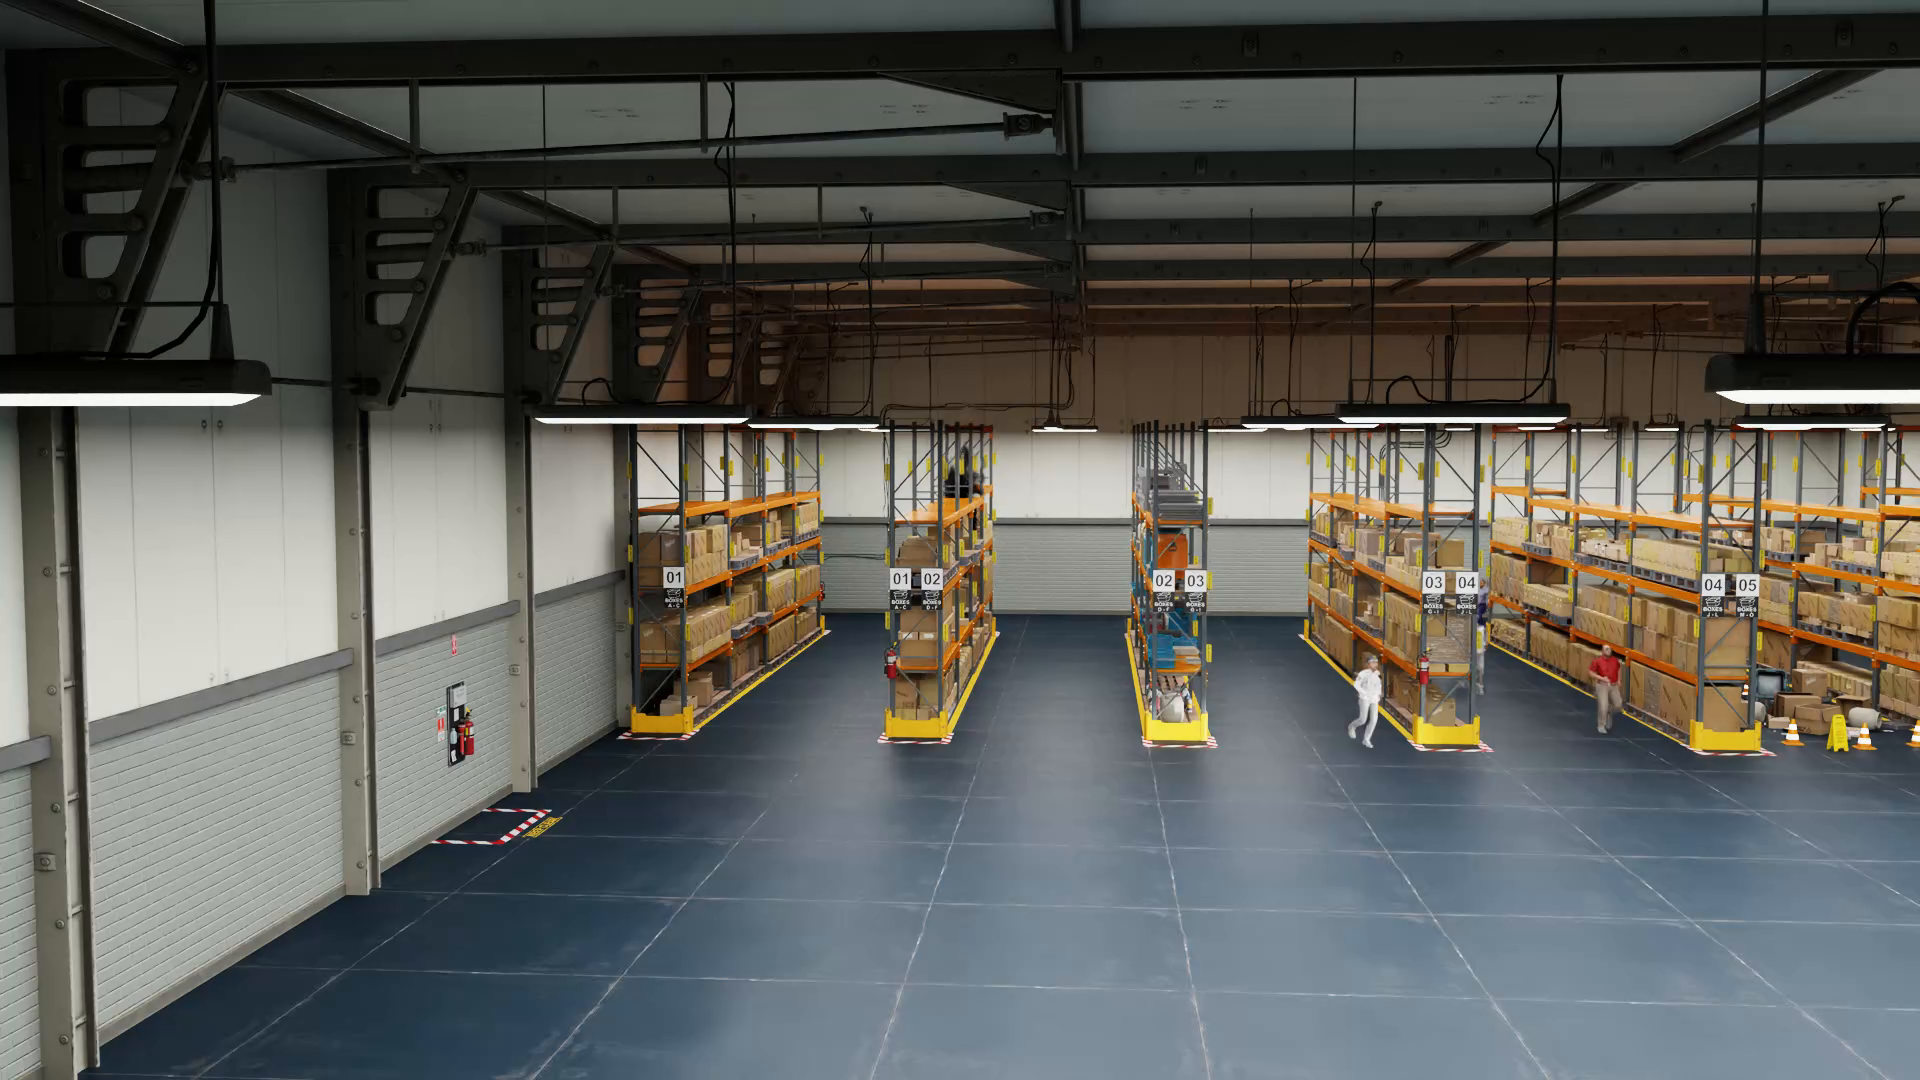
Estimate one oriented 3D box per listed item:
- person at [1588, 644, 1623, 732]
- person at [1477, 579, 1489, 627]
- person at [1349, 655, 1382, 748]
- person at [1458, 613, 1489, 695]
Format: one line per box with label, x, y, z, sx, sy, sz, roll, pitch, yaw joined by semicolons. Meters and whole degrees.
person;12.432;2.855;31.908;0.716;1.696;0.578;0;4;-6
person;14.765;1.939;47.170;0.787;1.676;0.693;-1;4;-18
person;7.548;2.957;30.761;0.625;1.684;0.719;-1;4;-17
person;11.423;2.498;36.975;0.666;1.812;0.943;0;4;-1
